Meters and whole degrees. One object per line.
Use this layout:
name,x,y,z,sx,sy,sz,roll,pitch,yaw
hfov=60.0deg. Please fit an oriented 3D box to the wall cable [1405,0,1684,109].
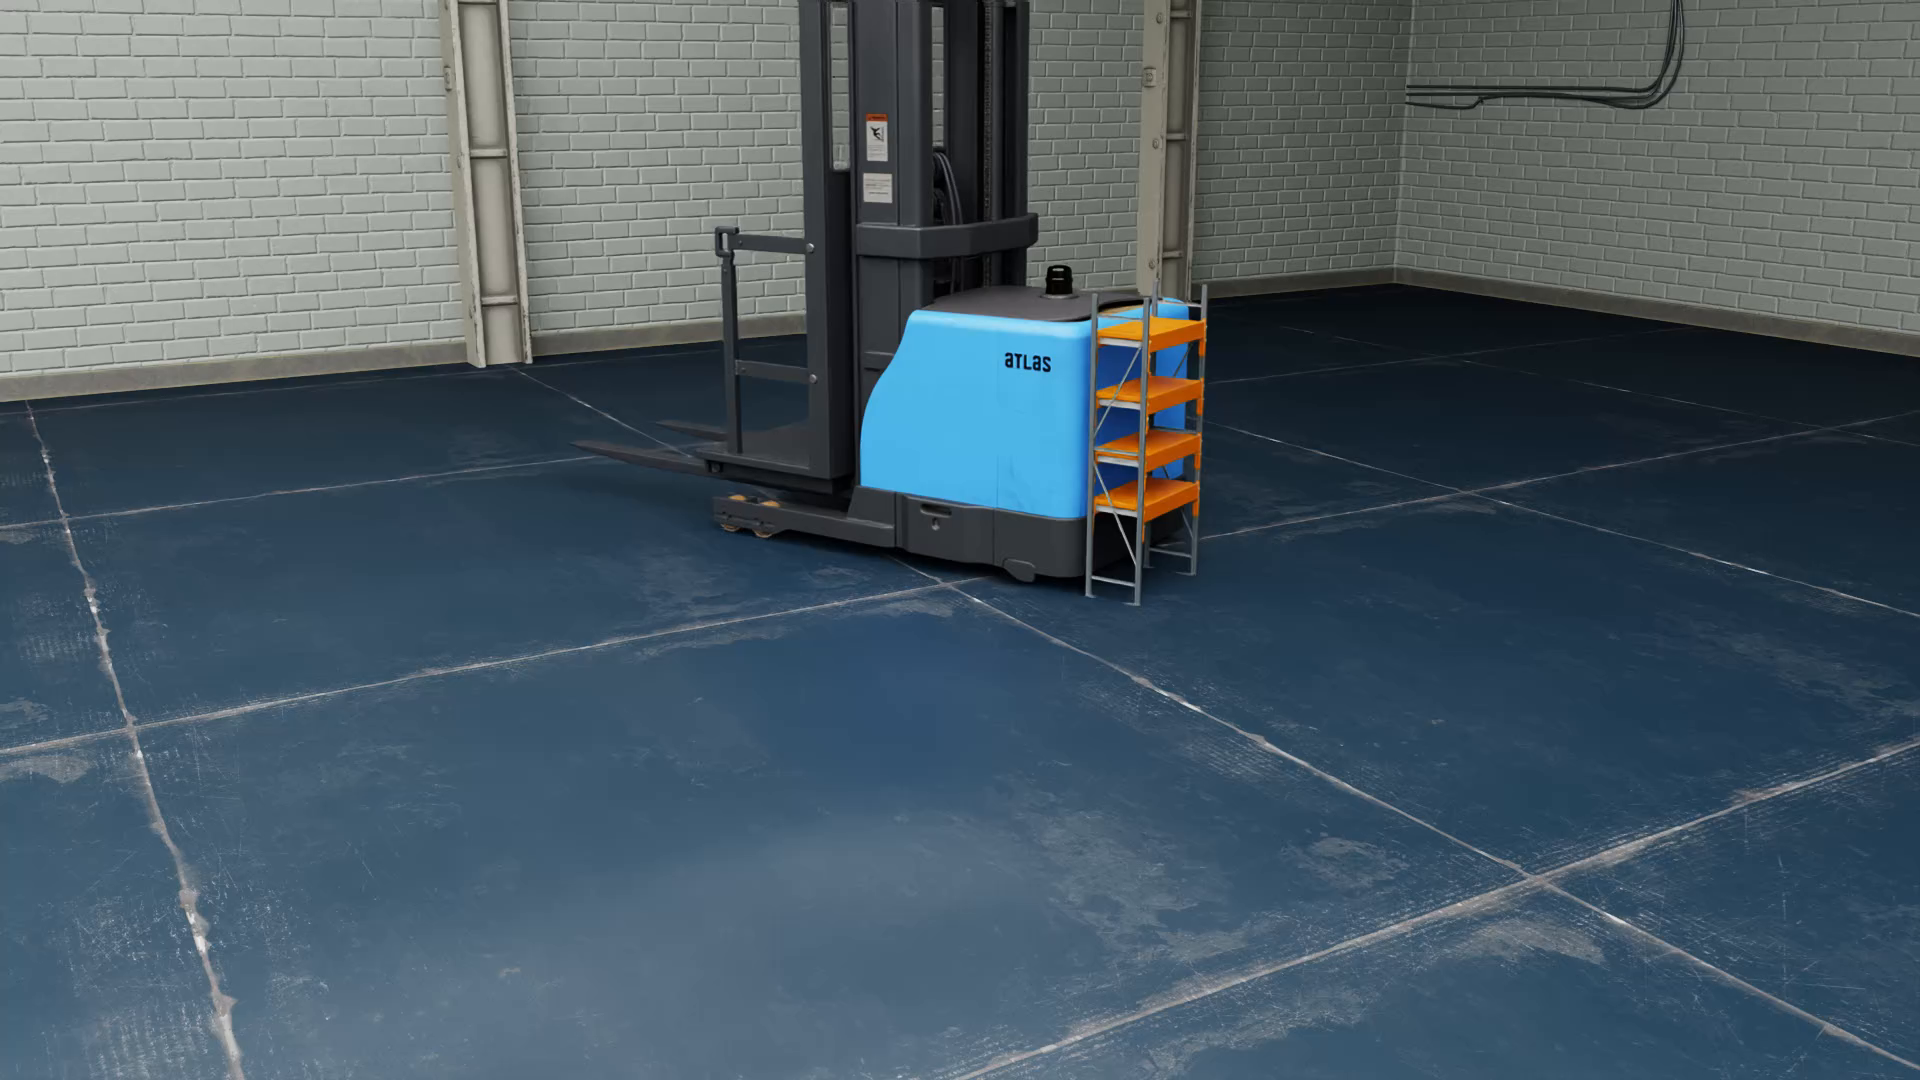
wall cable,5.035,-5.057,14.531,0.112,2.526,3.097,-9,18,-30

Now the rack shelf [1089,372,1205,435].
rack shelf,0.739,-0.541,6.538,0.258,0.148,0.480,10,19,33

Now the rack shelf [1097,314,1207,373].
rack shelf,0.739,-0.769,6.474,0.258,0.148,0.480,10,19,33

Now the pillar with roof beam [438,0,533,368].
pillar with roof beam,-1.098,-4.619,7.214,0.400,9.000,9.100,-9,18,-30

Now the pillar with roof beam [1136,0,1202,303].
pillar with roof beam,4.045,-5.453,10.189,0.400,9.000,9.100,-9,18,-30

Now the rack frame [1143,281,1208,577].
rack frame,0.875,-0.445,6.775,0.240,1.200,0.015,10,19,33

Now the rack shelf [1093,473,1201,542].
rack shelf,0.738,-0.135,6.652,0.258,0.148,0.480,10,19,33

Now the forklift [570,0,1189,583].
forklift,-0.513,-1.526,7.424,3.031,2.935,1.130,10,19,33

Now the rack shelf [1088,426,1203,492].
rack shelf,0.739,-0.326,6.599,0.258,0.148,0.480,10,19,33

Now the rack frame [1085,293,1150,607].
rack frame,0.602,-0.336,6.386,0.240,1.200,0.015,10,19,33

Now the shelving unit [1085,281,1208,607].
shelving unit,0.739,-0.391,6.580,0.258,1.200,0.503,10,19,33
